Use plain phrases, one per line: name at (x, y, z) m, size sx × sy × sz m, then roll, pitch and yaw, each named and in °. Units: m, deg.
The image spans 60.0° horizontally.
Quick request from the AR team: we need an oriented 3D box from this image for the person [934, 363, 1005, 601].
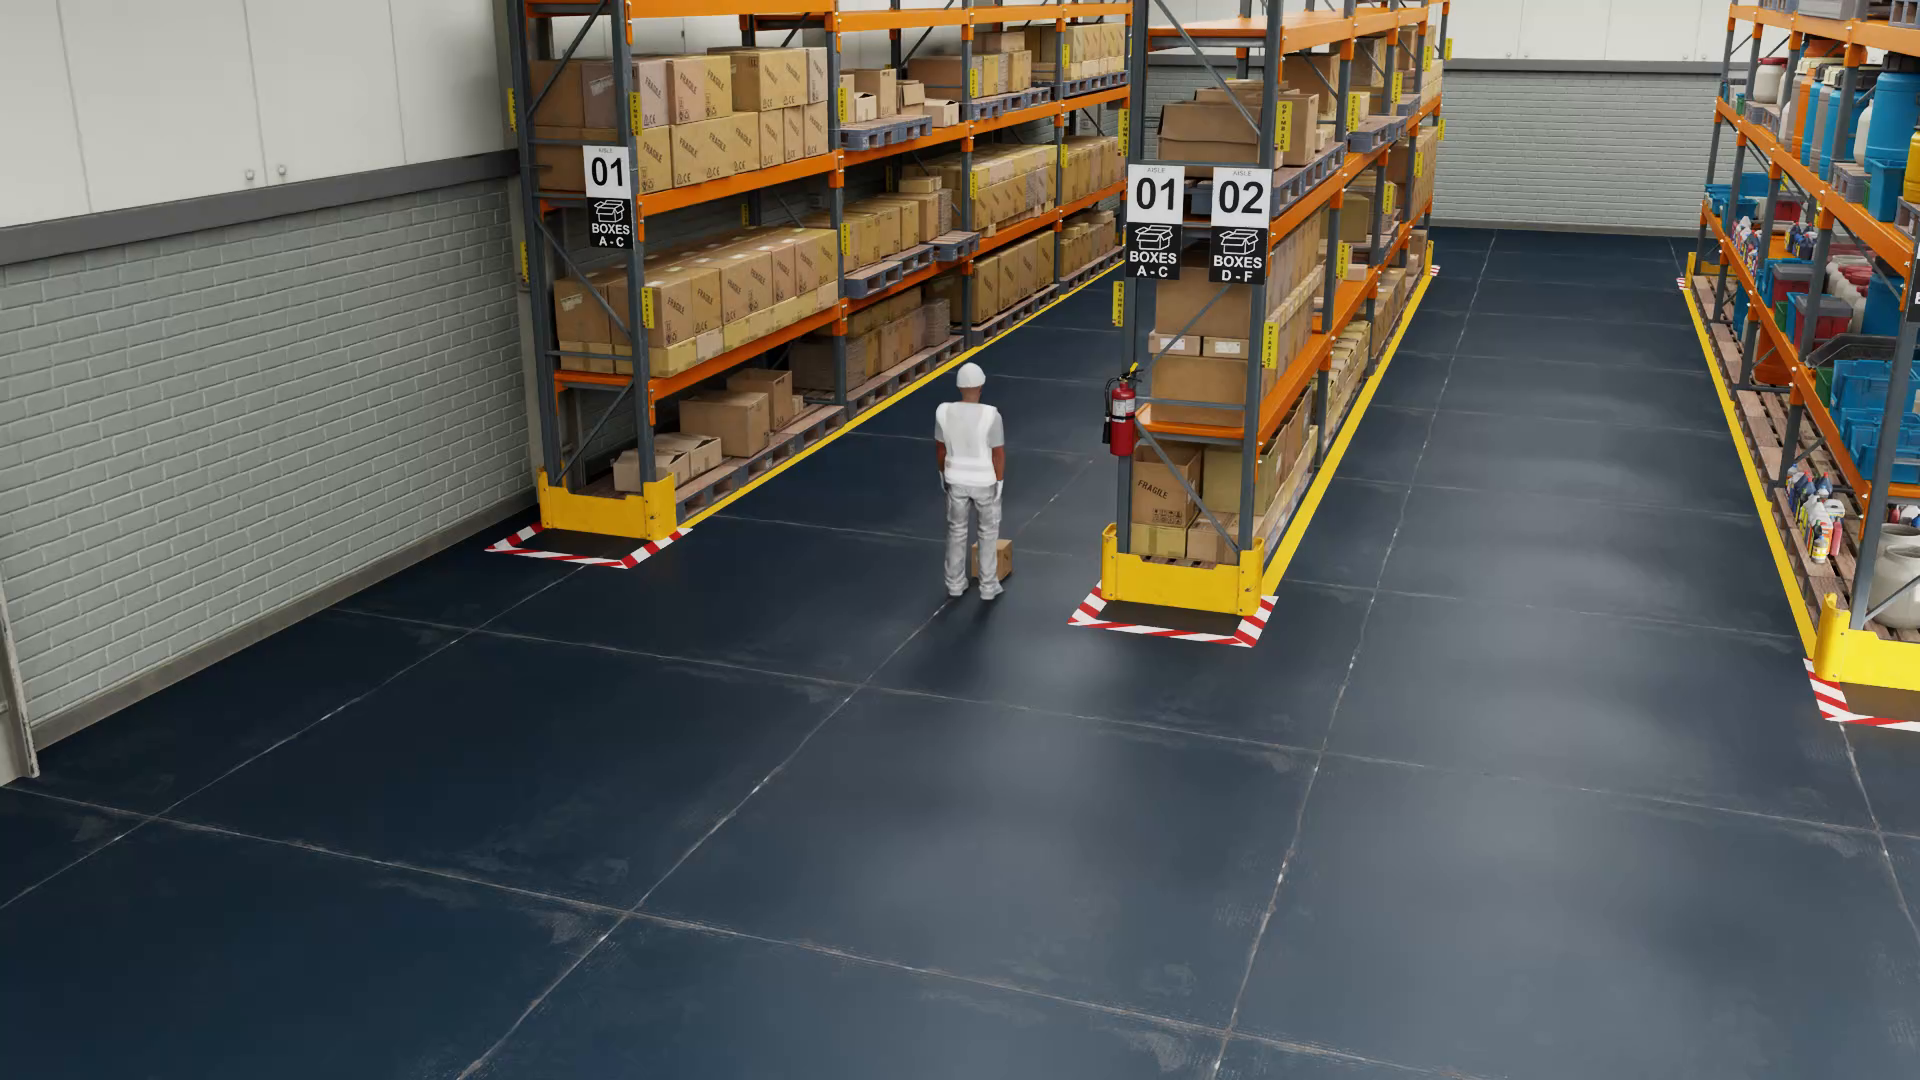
person at (0.085, -0.440, 12.342) m, size 0.549 × 1.785 × 0.381 m, roll 7°, pitch 20°, yaw 19°
